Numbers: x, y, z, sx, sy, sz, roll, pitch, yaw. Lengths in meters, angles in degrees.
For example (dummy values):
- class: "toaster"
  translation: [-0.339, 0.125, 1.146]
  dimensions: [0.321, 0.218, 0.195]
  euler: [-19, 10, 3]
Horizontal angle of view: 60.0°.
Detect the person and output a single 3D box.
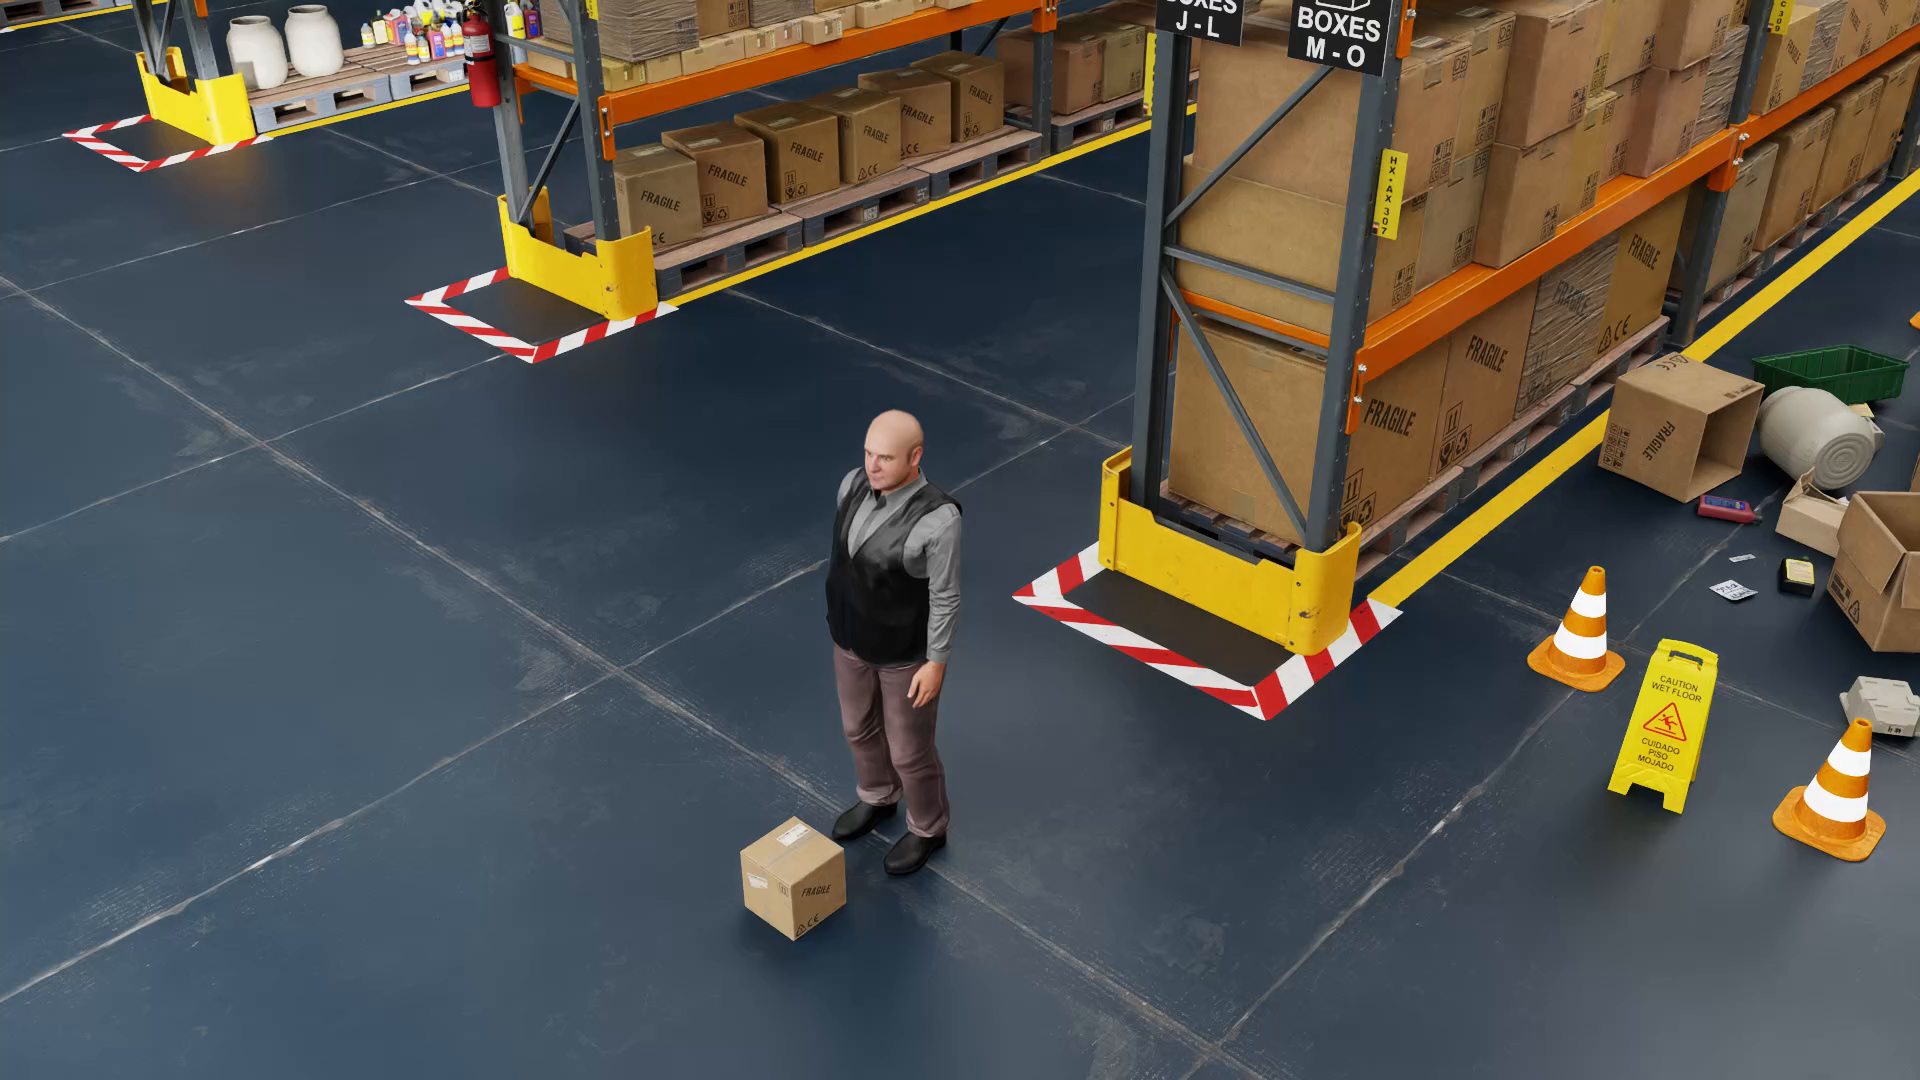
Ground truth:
- class: "person"
  translation: [-0.226, 0.351, 5.582]
  dimensions: [0.532, 1.717, 0.360]
  euler: [26, 40, 36]
